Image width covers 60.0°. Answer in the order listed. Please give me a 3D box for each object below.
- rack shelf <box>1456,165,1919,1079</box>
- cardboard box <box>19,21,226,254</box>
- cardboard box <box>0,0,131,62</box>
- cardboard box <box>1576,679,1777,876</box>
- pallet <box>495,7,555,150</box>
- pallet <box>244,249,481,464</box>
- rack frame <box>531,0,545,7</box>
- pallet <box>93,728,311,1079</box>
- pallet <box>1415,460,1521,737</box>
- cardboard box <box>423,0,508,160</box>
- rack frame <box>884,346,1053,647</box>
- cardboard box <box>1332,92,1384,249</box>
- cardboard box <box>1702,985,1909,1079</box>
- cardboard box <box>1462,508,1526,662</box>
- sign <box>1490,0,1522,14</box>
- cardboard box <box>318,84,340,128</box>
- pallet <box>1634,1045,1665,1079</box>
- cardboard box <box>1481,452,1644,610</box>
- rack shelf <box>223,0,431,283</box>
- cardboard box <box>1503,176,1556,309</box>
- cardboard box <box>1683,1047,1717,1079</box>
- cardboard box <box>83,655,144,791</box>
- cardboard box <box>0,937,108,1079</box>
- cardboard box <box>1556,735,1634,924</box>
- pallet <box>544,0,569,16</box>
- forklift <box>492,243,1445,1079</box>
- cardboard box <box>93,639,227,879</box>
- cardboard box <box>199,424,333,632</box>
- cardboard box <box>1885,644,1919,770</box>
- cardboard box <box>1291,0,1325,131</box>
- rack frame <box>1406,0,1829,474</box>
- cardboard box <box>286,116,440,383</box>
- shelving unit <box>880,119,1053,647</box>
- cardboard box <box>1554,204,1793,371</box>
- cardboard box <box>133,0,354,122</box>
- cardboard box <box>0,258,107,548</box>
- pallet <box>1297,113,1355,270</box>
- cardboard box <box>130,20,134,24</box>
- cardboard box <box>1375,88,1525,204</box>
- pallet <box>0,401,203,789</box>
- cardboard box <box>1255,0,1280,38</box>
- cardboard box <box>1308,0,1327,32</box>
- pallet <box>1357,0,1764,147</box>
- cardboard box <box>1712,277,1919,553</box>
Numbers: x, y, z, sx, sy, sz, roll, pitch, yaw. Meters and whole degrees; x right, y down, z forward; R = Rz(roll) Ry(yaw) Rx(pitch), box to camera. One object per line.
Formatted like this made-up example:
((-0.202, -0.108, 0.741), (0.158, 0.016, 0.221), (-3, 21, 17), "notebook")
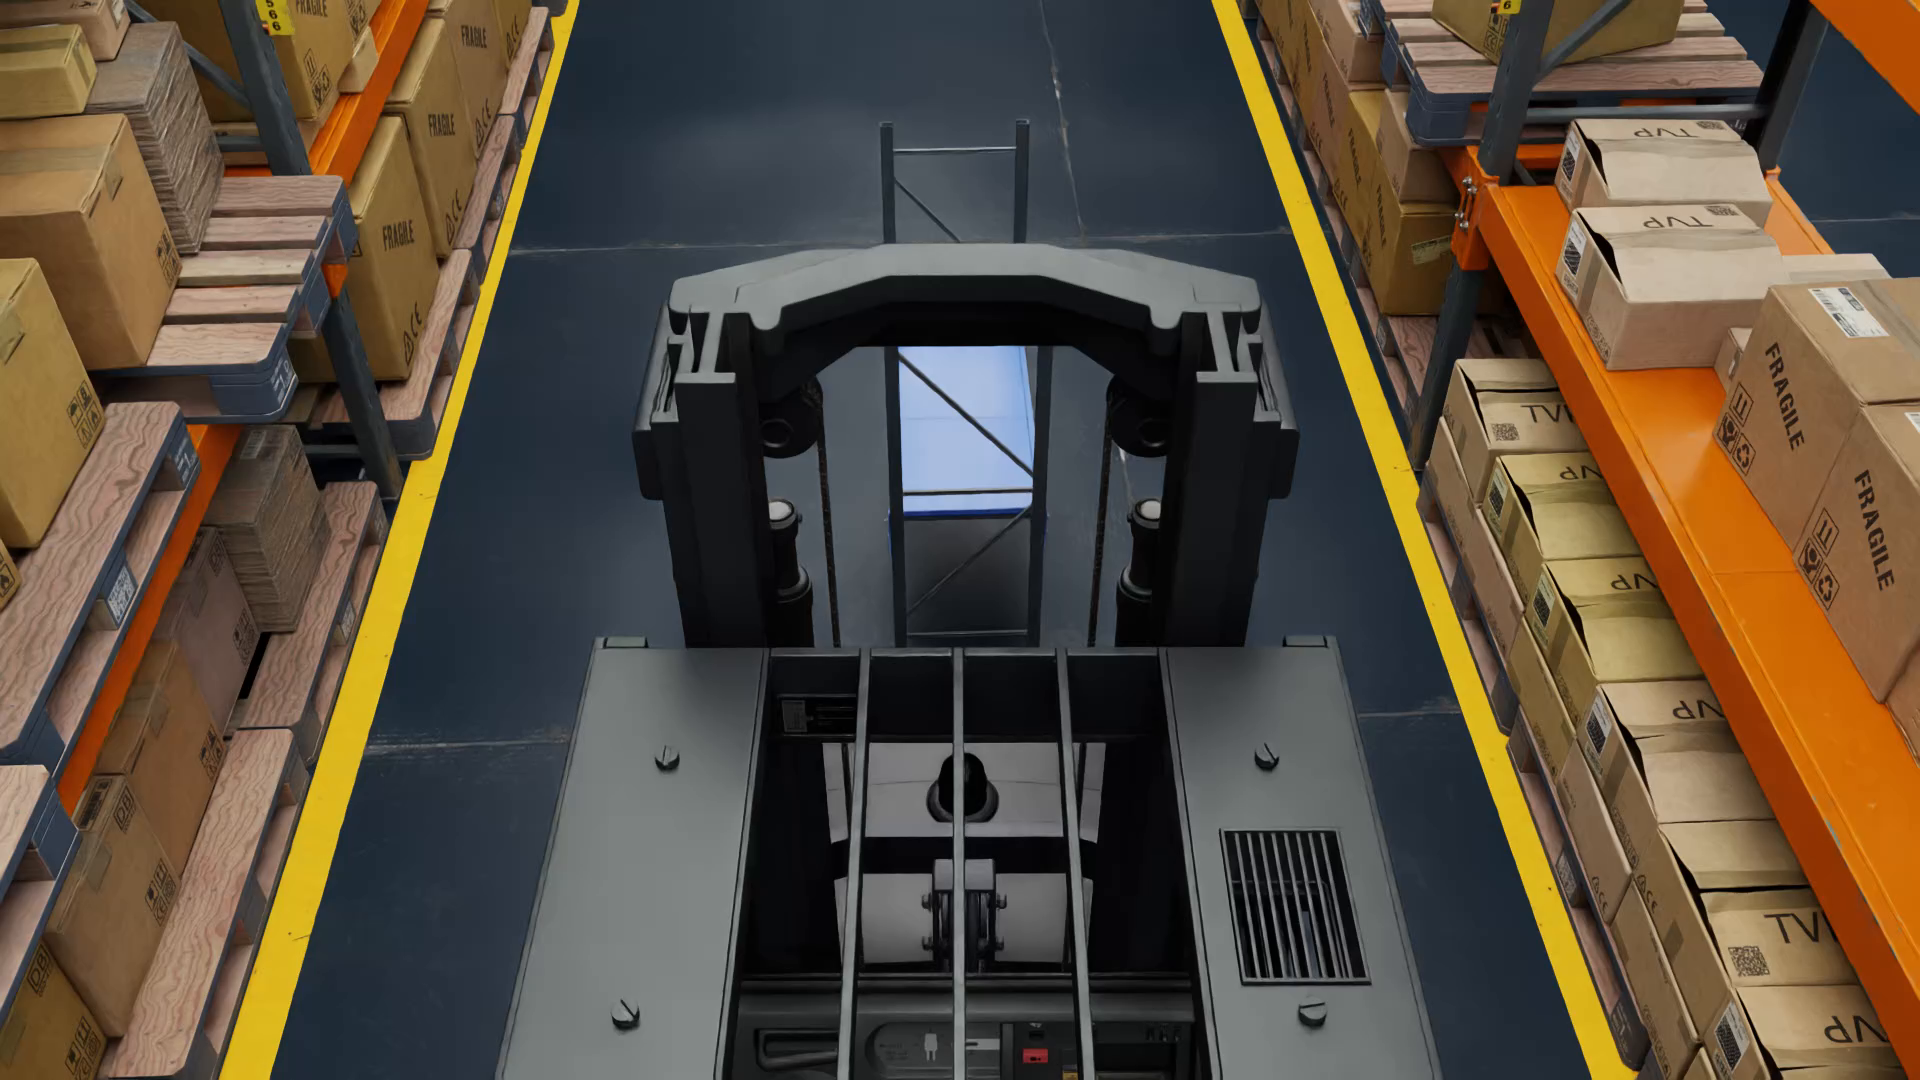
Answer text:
((2.366, 0.192, 4.353), (1.077, 0.370, 4.000), (-2, 43, -2), "rack shelf")
((-2.638, -1.161, 4.897), (0.700, 0.500, 0.500), (-6, 43, -7), "cardboard box")
((-2.623, -1.485, 4.771), (0.380, 0.149, 0.250), (-7, 43, -7), "cardboard box")
((2.083, 0.636, 4.645), (0.500, 0.311, 0.500), (-2, 43, -2), "cardboard box")
((-2.730, -2.433, 8.748), (1.003, 0.211, 1.213), (-2, 43, -2), "pallet")
((-2.626, -0.785, 6.951), (1.003, 0.211, 1.213), (-2, 43, -2), "pallet")
((-2.838, -3.979, 8.371), (1.000, 3.000, 0.127), (-2, 43, -2), "rack frame")
((-2.587, 1.098, 4.896), (1.003, 0.211, 1.213), (-2, 43, -2), "pallet")
((2.277, 0.161, 5.918), (1.003, 0.211, 1.213), (-2, 43, -2), "pallet")
((-2.639, -2.307, 7.827), (0.750, 0.750, 0.750), (0, 43, 0), "cardboard box")
((0.025, -0.152, 5.306), (0.500, 1.500, 0.032), (-2, 43, -2), "rack frame")
((1.985, -1.638, 7.342), (0.500, 0.500, 0.500), (-3, 43, -3), "cardboard box")
((2.119, 1.313, 3.907), (0.500, 0.311, 0.500), (-1, 43, -1), "cardboard box")
((2.032, 0.137, 5.605), (0.500, 0.250, 0.500), (-3, 43, -3), "cardboard box")
((1.739, -1.799, 5.195), (0.100, 0.325, 0.005), (-2, 43, -2), "sign")
((-2.452, -1.593, 5.939), (0.380, 0.149, 0.250), (-1, 43, -1), "cardboard box")
((2.381, 1.808, 4.121), (1.003, 0.211, 1.213), (-2, 43, -2), "pallet")
((2.041, -0.055, 5.399), (0.500, 0.311, 0.500), (-3, 43, -3), "cardboard box")
((-2.753, -2.364, 7.141), (1.077, 0.370, 4.000), (-2, 43, -2), "rack shelf")
((2.520, -1.333, 7.009), (0.500, 0.500, 0.500), (-3, 43, -3), "cardboard box")
((2.124, 1.522, 4.093), (0.500, 0.250, 0.500), (-2, 43, -2), "cardboard box")
((-2.597, 0.422, 4.539), (0.500, 0.250, 0.500), (-2, 43, -2), "cardboard box")
((-2.618, 1.337, 4.096), (0.700, 0.500, 0.500), (-2, 43, -3), "cardboard box")
((2.082, 0.834, 4.845), (0.500, 0.250, 0.500), (-1, 43, -1), "cardboard box")
((-2.792, -3.467, 9.876), (1.003, 0.211, 1.213), (-2, 43, -2), "pallet")
((0.009, 1.102, 2.878), (1.130, 2.935, 3.031), (0, 43, 0), "forklift")
((-2.630, 0.651, 4.845), (0.700, 0.500, 0.500), (-2, 43, -2), "cardboard box")
((-2.585, -0.035, 5.593), (0.700, 0.500, 0.500), (-1, 43, -1), "cardboard box")
((2.412, 0.365, 3.557), (0.500, 0.500, 0.500), (1, 43, 1), "cardboard box")
((1.936, -2.334, 8.100), (0.500, 0.500, 0.500), (-1, 43, -1), "cardboard box")
((2.281, -1.424, 5.583), (1.000, 3.000, 0.127), (-2, 43, -2), "rack frame")
((-2.568, -1.141, 6.556), (0.750, 0.750, 0.750), (-2, 43, -2), "cardboard box")
((0.004, -0.495, 5.680), (0.538, 1.500, 1.048), (-2, 43, -2), "shelving unit")
((2.126, -0.781, 4.948), (0.500, 0.311, 0.500), (-2, 43, -2), "cardboard box")
((-2.433, -1.768, 5.650), (0.500, 0.500, 0.500), (0, 43, -1), "cardboard box")
((-2.563, -0.320, 3.980), (0.700, 0.500, 0.500), (-2, 43, -2), "cardboard box")
((2.239, -1.722, 7.973), (1.003, 0.211, 1.213), (-2, 43, -2), "pallet")
((-2.951, -1.744, 5.624), (0.500, 0.500, 0.500), (-1, 43, -2), "cardboard box")
((2.000, -1.603, 6.749), (0.500, 0.250, 0.500), (0, 43, 0), "cardboard box")
((-2.543, 0.127, 4.033), (1.003, 0.211, 1.213), (-2, 43, -2), "pallet")
((1.888, -3.031, 8.861), (0.500, 0.500, 0.500), (-3, 43, -4), "cardboard box")
((1.931, -2.632, 7.871), (0.500, 0.250, 0.500), (-2, 43, -2), "cardboard box")
((2.182, -1.808, 6.145), (1.213, 0.211, 1.003), (-2, 43, -2), "pallet")
((2.369, -0.328, 4.314), (0.500, 0.500, 0.500), (-4, 43, -4), "cardboard box")
